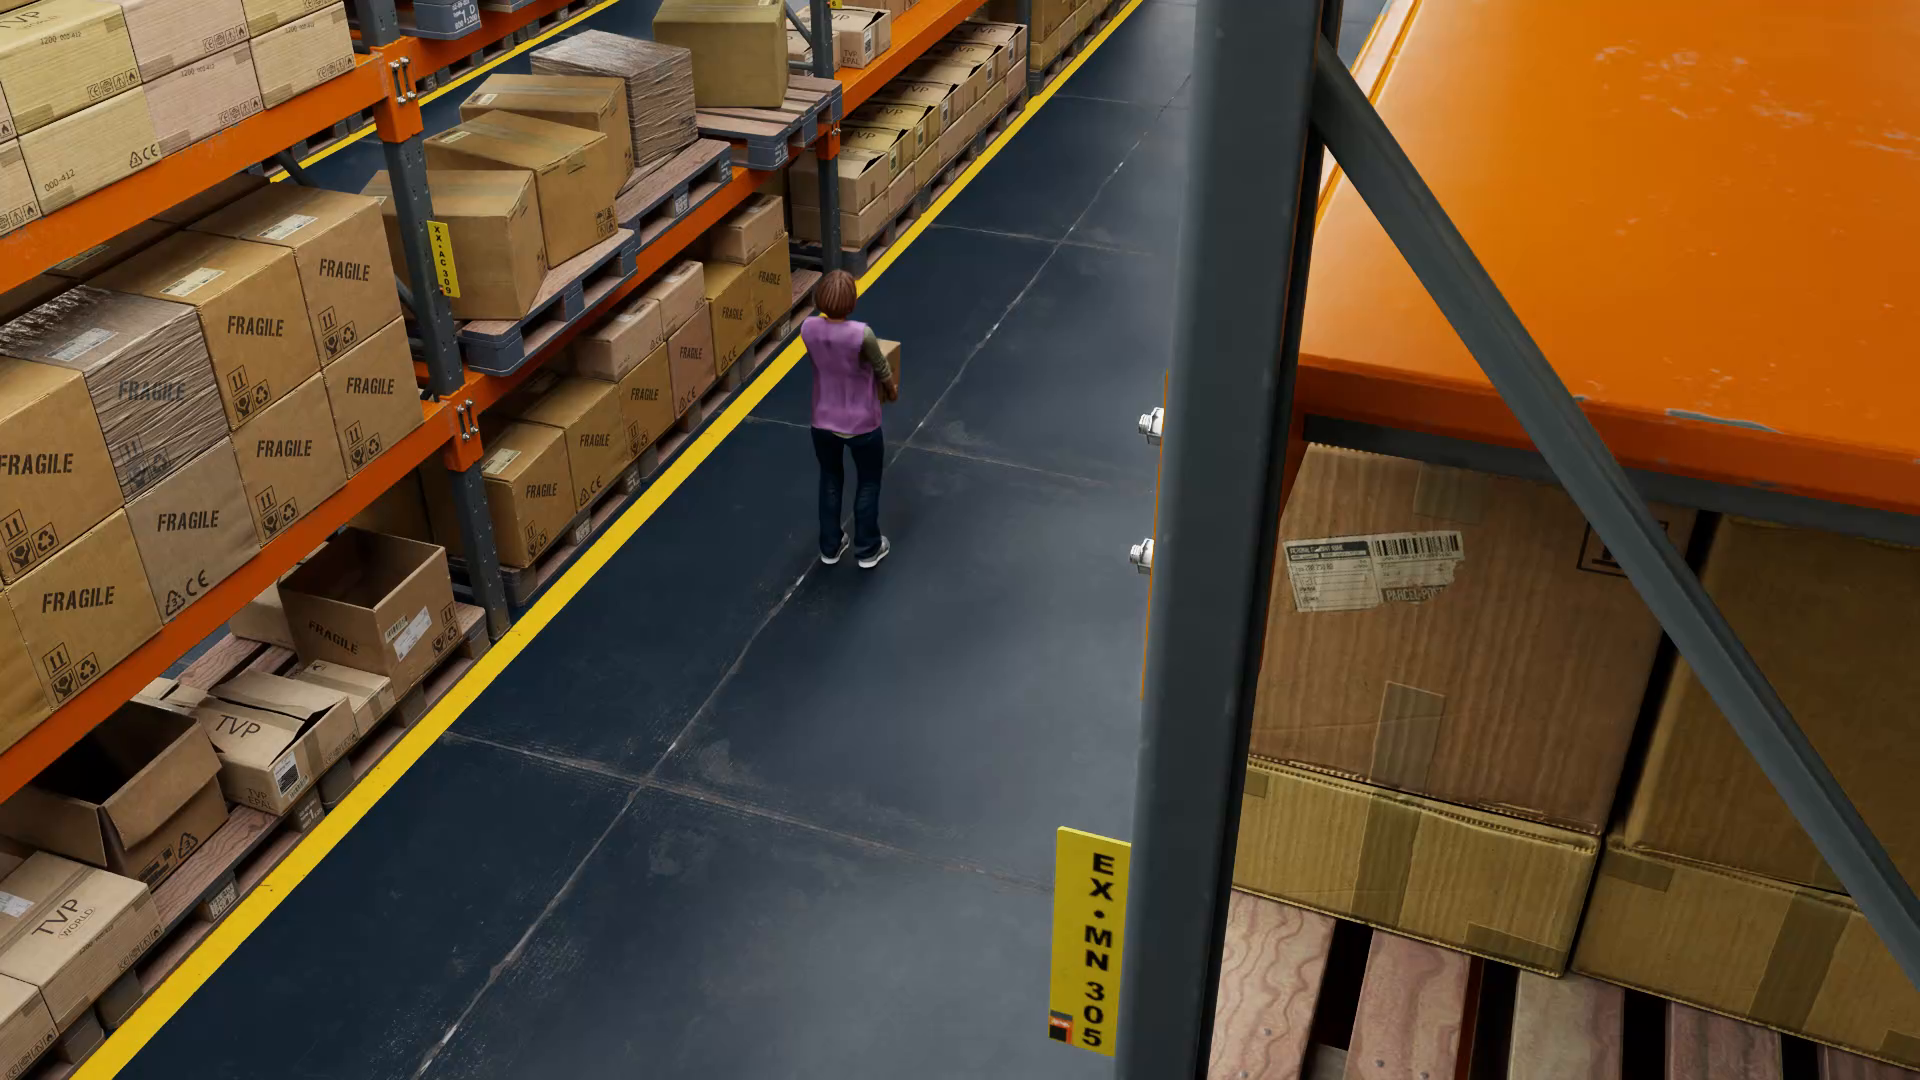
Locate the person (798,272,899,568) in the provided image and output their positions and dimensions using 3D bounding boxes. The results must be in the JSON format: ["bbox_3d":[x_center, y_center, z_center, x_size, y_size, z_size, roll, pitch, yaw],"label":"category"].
[{"bbox_3d":[-0.517,-0.606,8.063,0.404,1.594,0.494,12,36,17],"label":"person"}]
